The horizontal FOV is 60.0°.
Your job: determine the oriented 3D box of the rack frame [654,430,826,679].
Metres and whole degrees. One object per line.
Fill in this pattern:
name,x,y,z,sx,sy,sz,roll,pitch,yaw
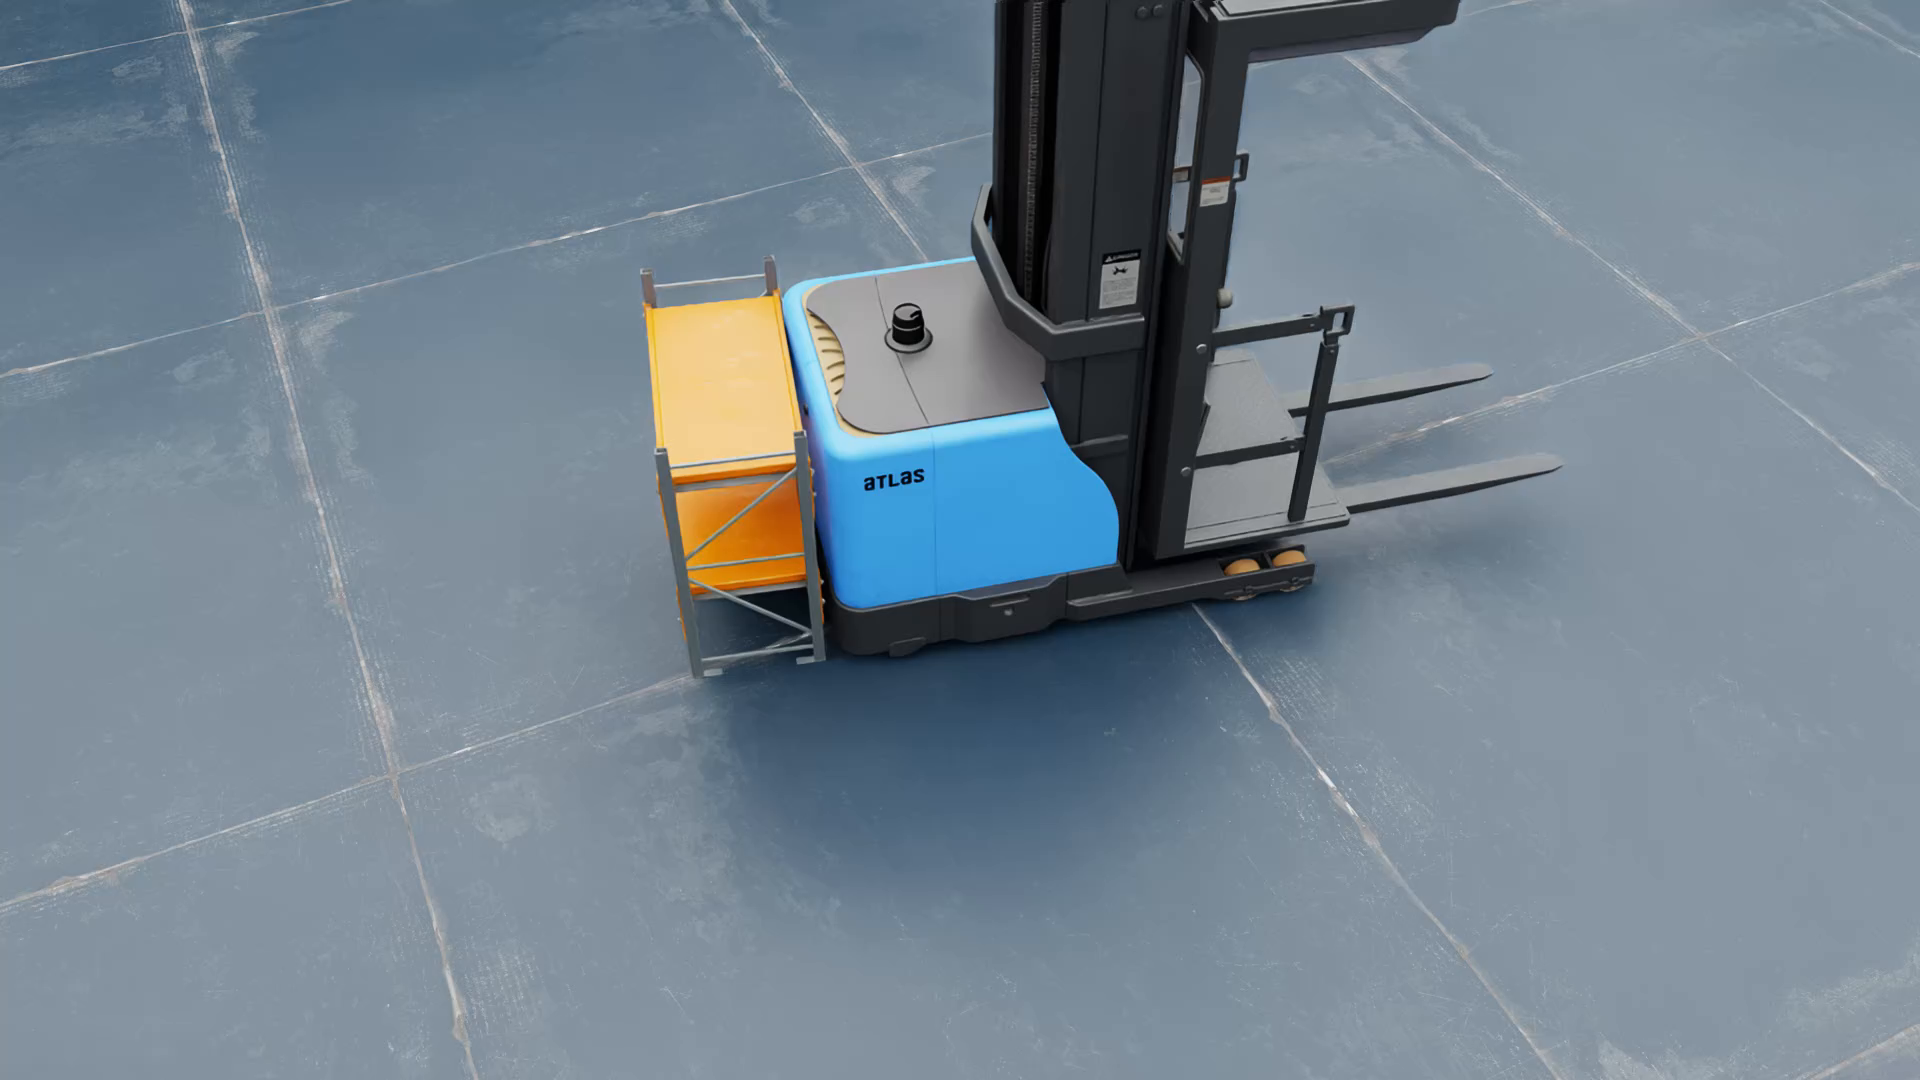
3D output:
rack frame,-0.755,0.078,5.870,0.500,1.125,0.032,-7,45,-7

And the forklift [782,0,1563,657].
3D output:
forklift,0.900,-1.160,5.839,3.031,2.935,1.130,-10,45,-10

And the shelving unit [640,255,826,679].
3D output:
shelving unit,-0.847,-0.273,6.226,0.538,1.125,1.048,-7,45,-7

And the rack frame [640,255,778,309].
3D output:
rack frame,-0.939,-0.624,6.582,0.500,1.125,0.032,-7,45,-7

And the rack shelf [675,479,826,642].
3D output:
rack shelf,-0.847,-0.099,6.398,0.538,0.278,1.000,-7,45,-7

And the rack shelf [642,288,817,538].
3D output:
rack shelf,-0.847,-0.481,6.020,0.538,0.278,1.000,-7,45,-7
